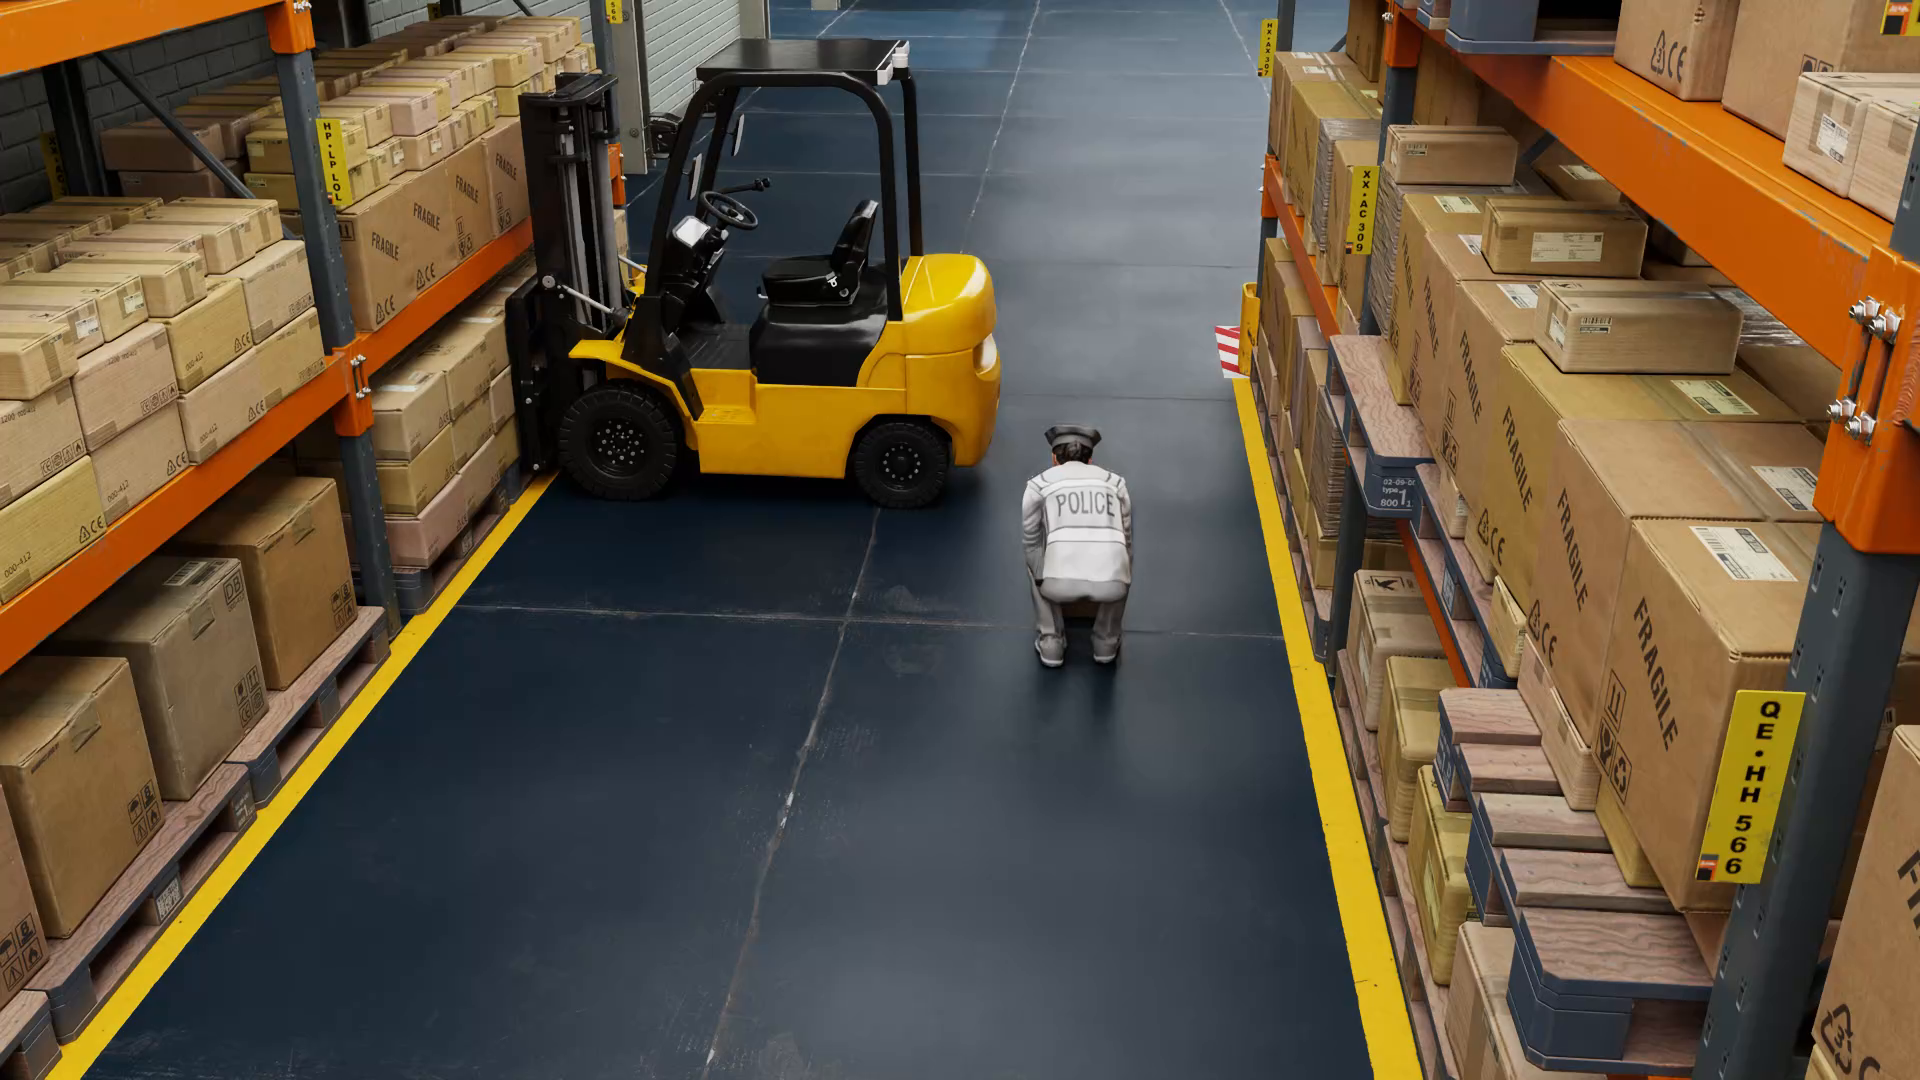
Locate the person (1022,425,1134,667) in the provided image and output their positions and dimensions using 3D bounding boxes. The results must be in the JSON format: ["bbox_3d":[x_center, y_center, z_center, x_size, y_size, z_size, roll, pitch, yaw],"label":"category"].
[{"bbox_3d":[0.495,0.026,6.976,0.479,0.898,0.856,2,25,4],"label":"person"}]
